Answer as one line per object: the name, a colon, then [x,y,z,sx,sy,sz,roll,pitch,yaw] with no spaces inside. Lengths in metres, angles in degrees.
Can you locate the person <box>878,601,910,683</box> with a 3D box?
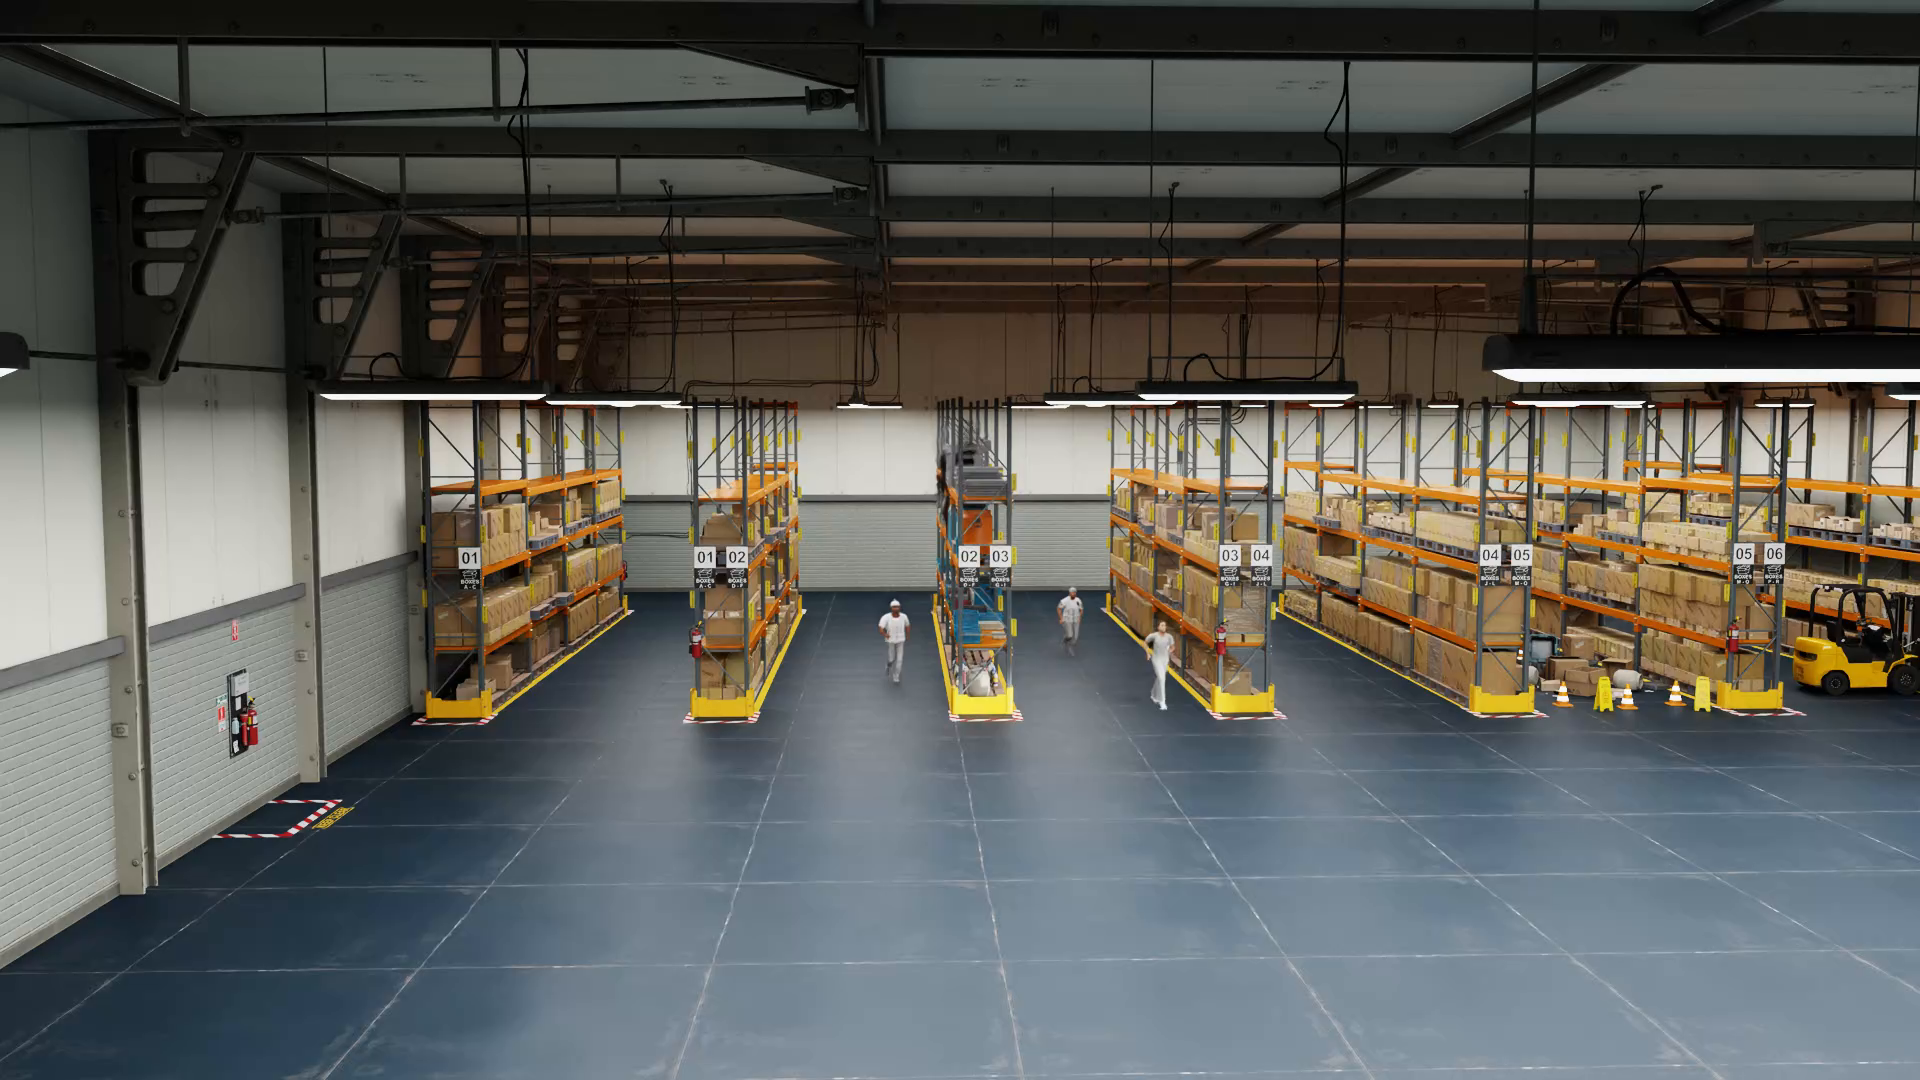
person: [-1.379,2.138,35.248,0.699,1.722,0.656,-1,5,-14]

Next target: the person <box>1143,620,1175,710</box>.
person: [3.883,2.388,32.231,0.549,1.712,0.795,-2,5,-21]

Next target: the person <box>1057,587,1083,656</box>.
person: [2.616,1.913,38.896,0.592,1.616,0.581,-1,5,-15]
